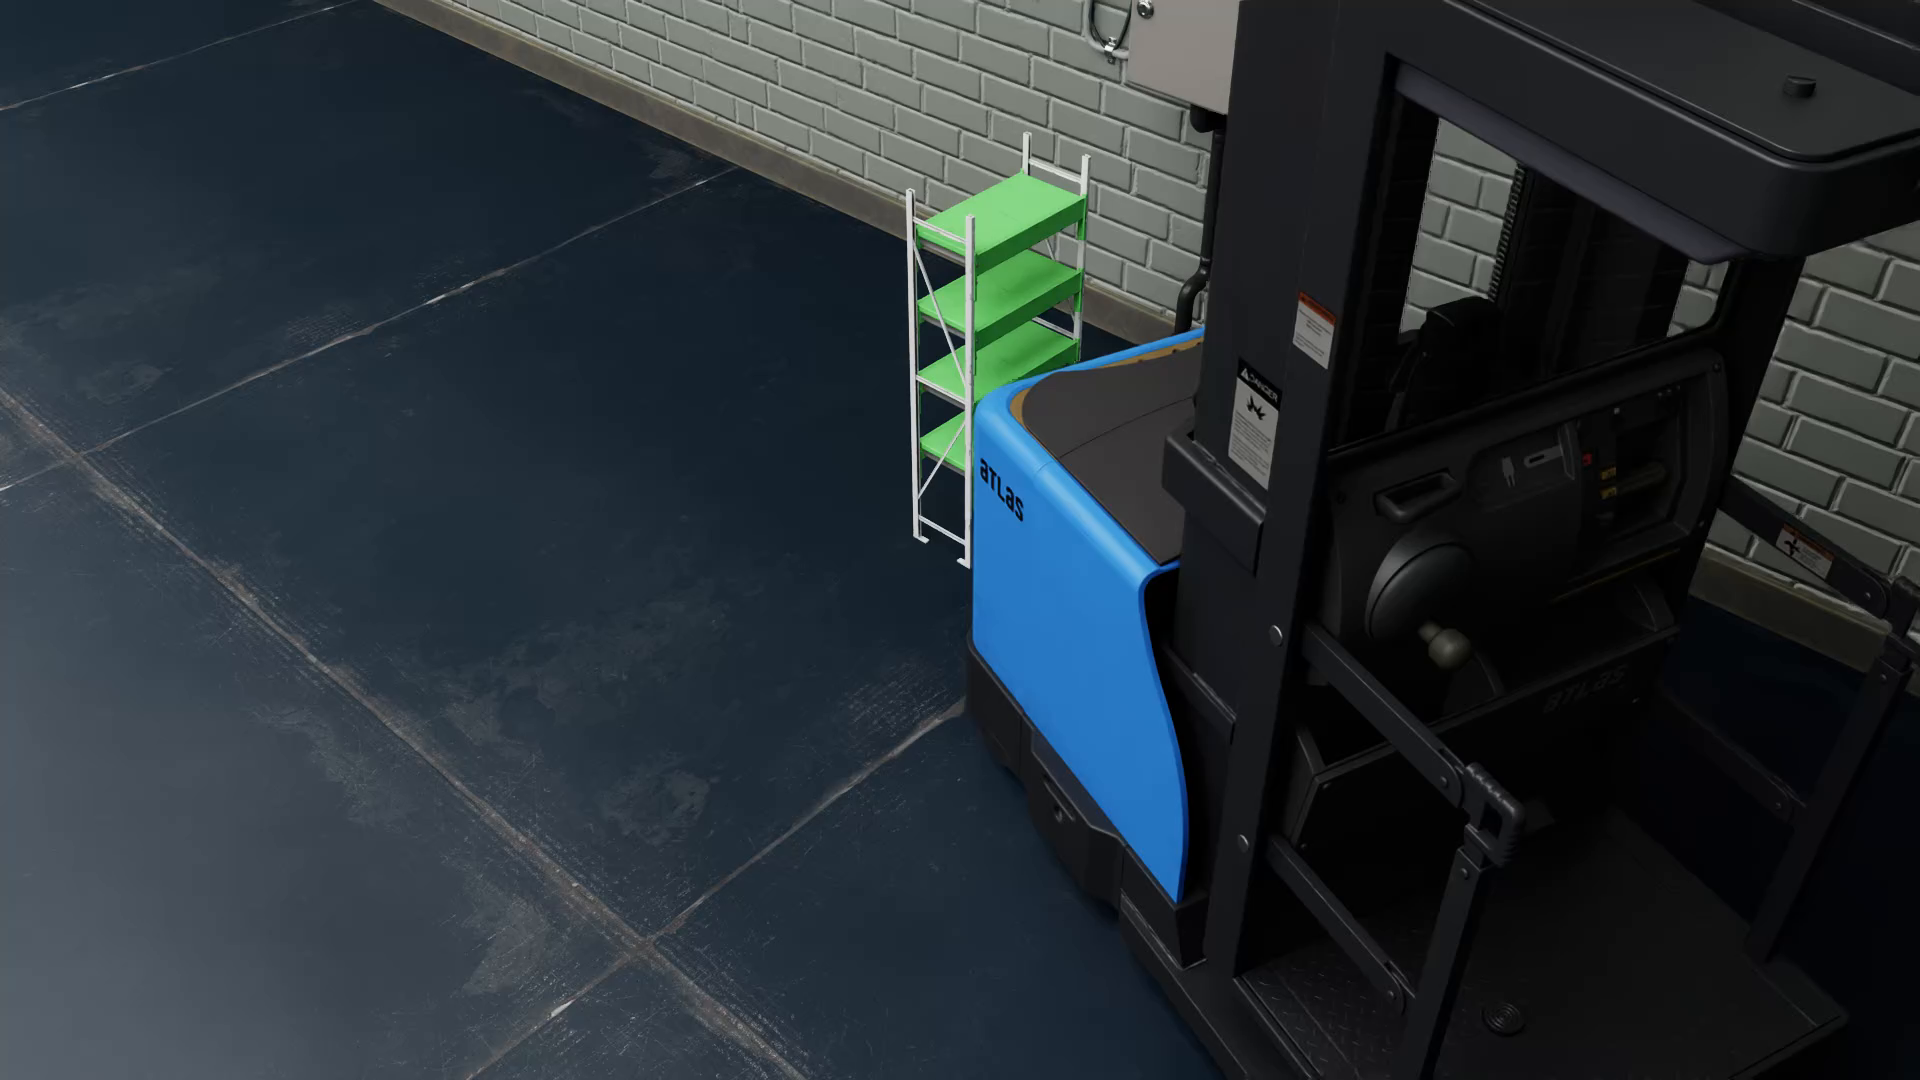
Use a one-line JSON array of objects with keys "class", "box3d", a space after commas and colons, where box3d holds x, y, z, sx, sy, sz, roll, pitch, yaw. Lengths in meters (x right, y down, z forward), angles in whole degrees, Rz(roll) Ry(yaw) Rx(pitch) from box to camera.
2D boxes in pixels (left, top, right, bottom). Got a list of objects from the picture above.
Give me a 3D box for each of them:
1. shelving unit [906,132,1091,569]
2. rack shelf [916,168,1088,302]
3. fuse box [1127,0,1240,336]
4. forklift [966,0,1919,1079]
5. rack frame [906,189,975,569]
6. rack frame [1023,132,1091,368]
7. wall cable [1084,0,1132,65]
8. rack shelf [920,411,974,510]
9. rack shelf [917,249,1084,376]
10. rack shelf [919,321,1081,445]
[{"class": "shelving unit", "box3d": [0.112, -0.546, 4.972, 0.258, 1.200, 0.503, 30, 47, 32]}, {"class": "rack shelf", "box3d": [0.112, -0.871, 4.713, 0.258, 0.148, 0.480, 30, 47, 32]}, {"class": "fuse box", "box3d": [0.773, -1.174, 5.351, 0.539, 1.711, 0.414, 30, 47, 32]}, {"class": "forklift", "box3d": [1.147, 0.014, 2.877, 1.130, 2.935, 3.031, -18, 42, -21]}, {"class": "rack frame", "box3d": [-0.053, -0.434, 4.831, 0.240, 1.200, 0.015, 30, 47, 32]}, {"class": "rack frame", "box3d": [0.276, -0.658, 5.113, 0.240, 1.200, 0.015, 30, 47, 32]}, {"class": "wall cable", "box3d": [0.375, -2.435, 5.085, 0.588, 1.984, 0.122, 30, 47, 32]}, {"class": "rack shelf", "box3d": [0.112, -0.308, 5.161, 0.258, 0.148, 0.480, 30, 47, 32]}, {"class": "rack shelf", "box3d": [0.112, -0.684, 4.863, 0.258, 0.148, 0.480, 30, 47, 32]}, {"class": "rack shelf", "box3d": [0.112, -0.496, 5.012, 0.258, 0.148, 0.480, 30, 47, 32]}]
